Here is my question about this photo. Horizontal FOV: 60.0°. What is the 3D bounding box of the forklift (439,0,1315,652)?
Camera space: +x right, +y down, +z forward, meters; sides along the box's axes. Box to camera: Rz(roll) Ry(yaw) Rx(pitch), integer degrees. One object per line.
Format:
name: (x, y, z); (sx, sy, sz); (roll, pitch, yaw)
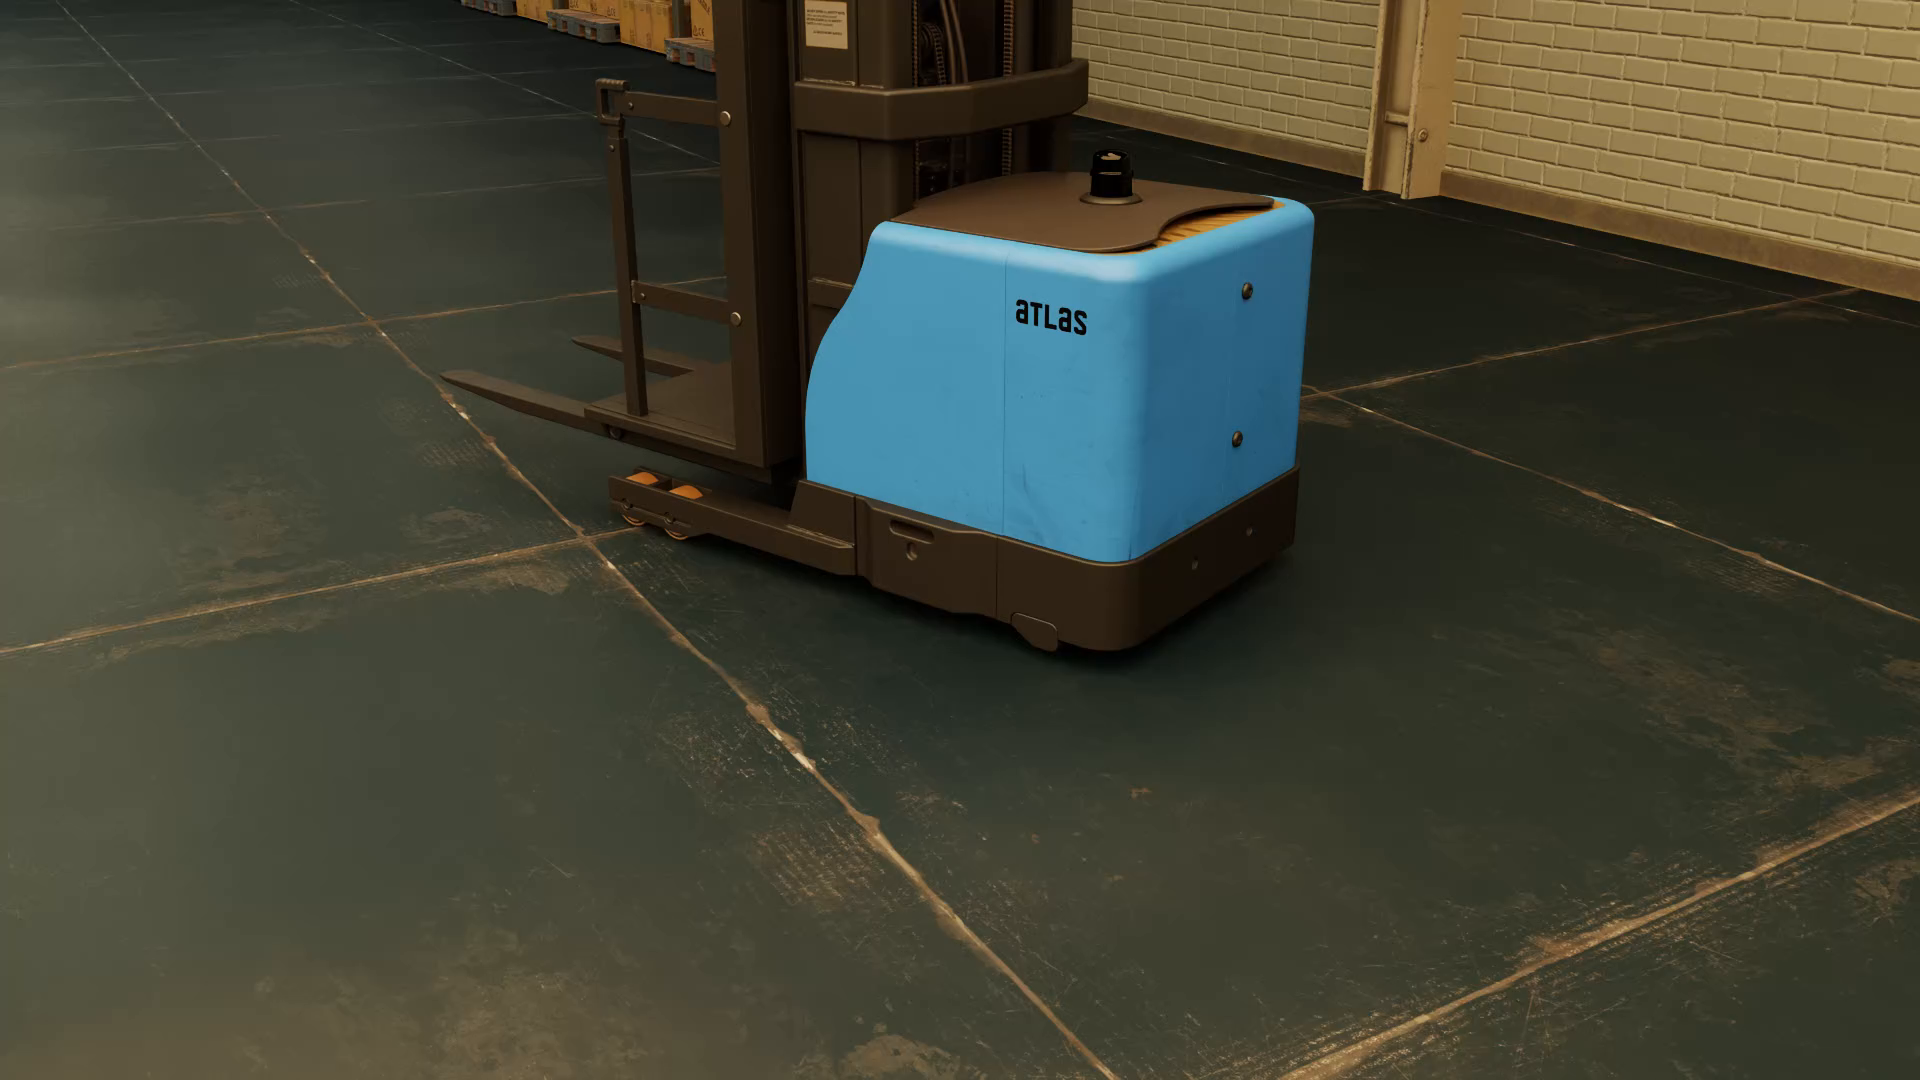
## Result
forklift: (-0.481, -1.497, 4.922); (3.031, 2.935, 1.130); (16, 27, 34)
